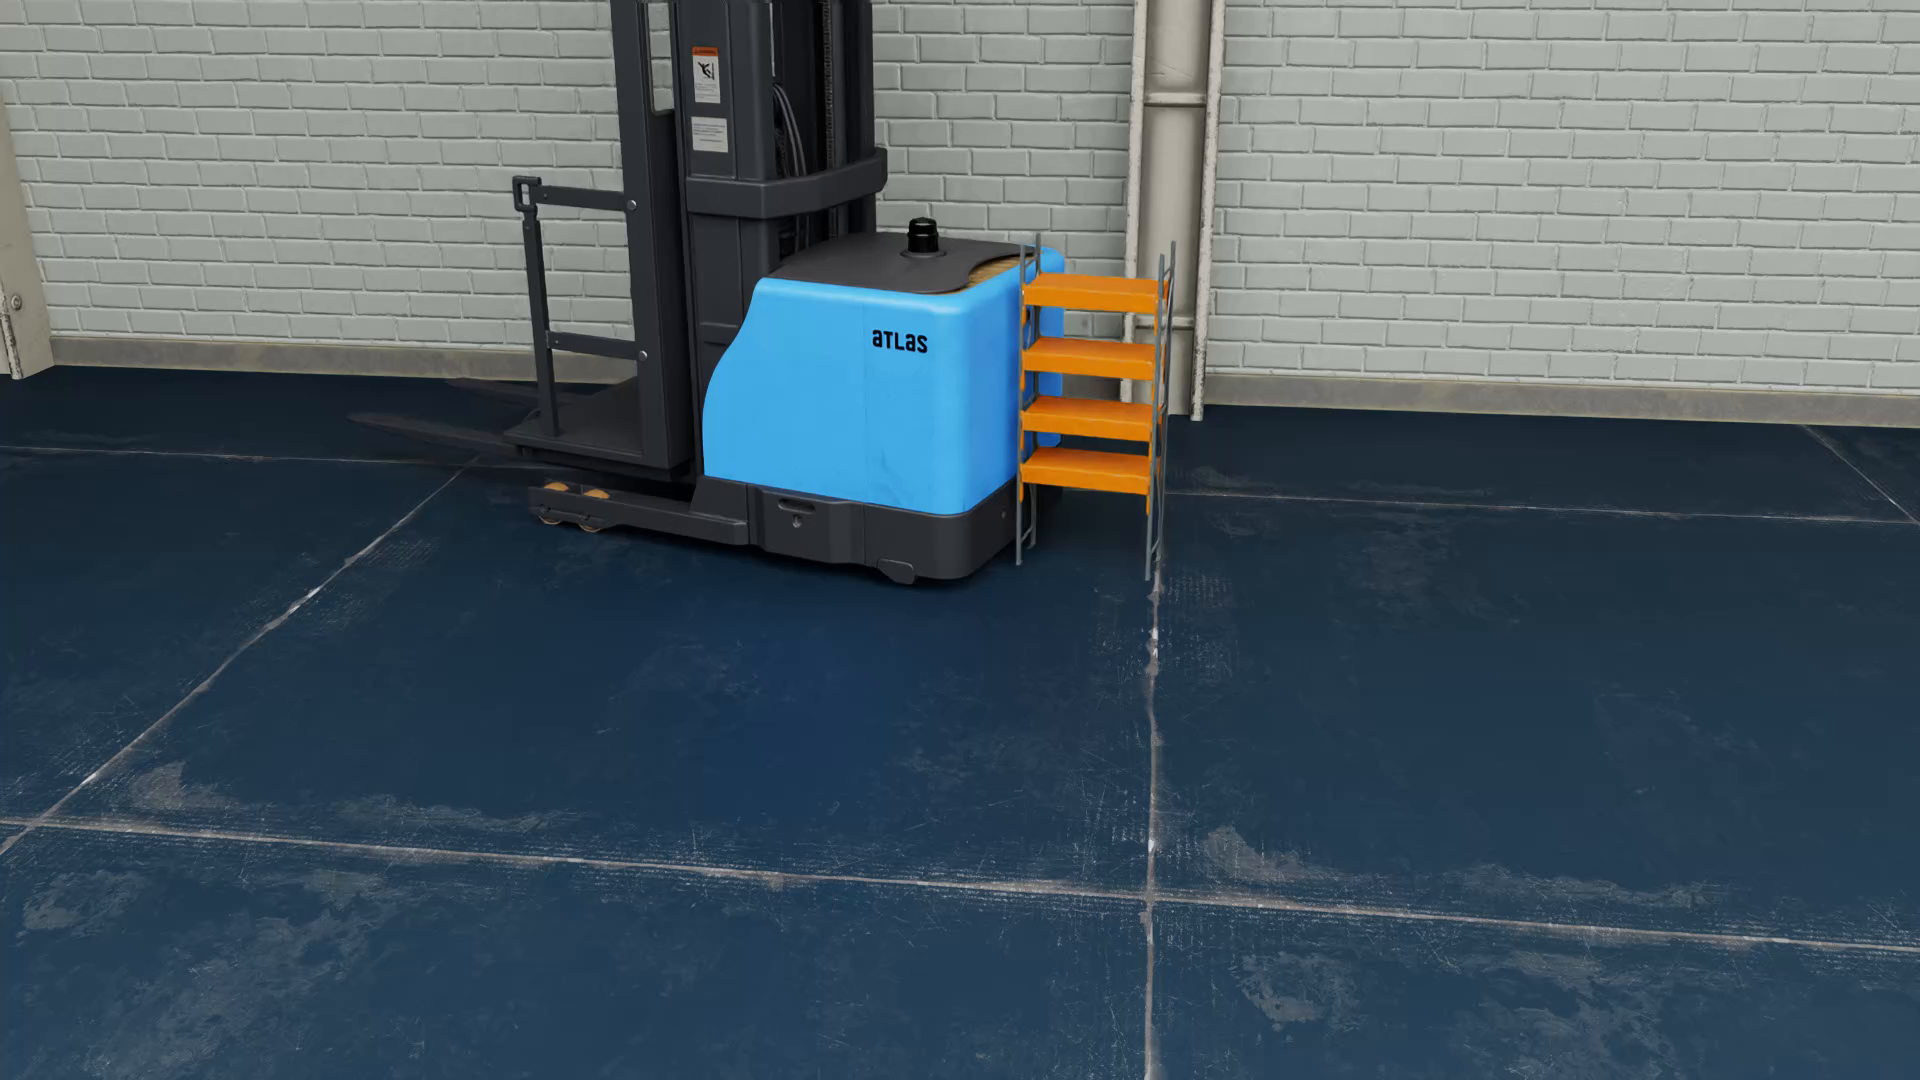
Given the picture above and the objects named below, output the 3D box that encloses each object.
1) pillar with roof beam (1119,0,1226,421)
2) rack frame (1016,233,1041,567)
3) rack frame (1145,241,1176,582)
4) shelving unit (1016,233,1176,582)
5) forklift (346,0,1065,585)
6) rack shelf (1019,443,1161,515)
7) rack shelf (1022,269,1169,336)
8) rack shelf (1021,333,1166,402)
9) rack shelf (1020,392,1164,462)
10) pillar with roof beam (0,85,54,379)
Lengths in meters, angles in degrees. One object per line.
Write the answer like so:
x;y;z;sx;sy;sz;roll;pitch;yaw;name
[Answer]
0.462;-3.242;2.401;0.400;9.000;9.100;2;22;6;pillar with roof beam
0.250;-0.502;6.077;0.015;1.200;0.240;6;22;16;rack frame
0.716;-0.449;5.944;0.015;1.200;0.240;6;22;16;rack frame
0.483;-0.476;6.011;0.503;1.200;0.258;6;22;16;shelving unit
-1.142;-1.555;6.387;3.031;2.935;1.130;10;24;24;forklift
0.483;-0.228;6.108;0.480;0.148;0.258;6;22;16;rack shelf
0.483;-0.841;5.866;0.480;0.148;0.258;6;22;16;rack shelf
0.483;-0.621;5.953;0.480;0.148;0.258;6;22;16;rack shelf
0.483;-0.413;6.035;0.480;0.148;0.258;6;22;16;rack shelf
-5.496;-3.502;3.058;0.400;9.000;9.100;2;22;6;pillar with roof beam
